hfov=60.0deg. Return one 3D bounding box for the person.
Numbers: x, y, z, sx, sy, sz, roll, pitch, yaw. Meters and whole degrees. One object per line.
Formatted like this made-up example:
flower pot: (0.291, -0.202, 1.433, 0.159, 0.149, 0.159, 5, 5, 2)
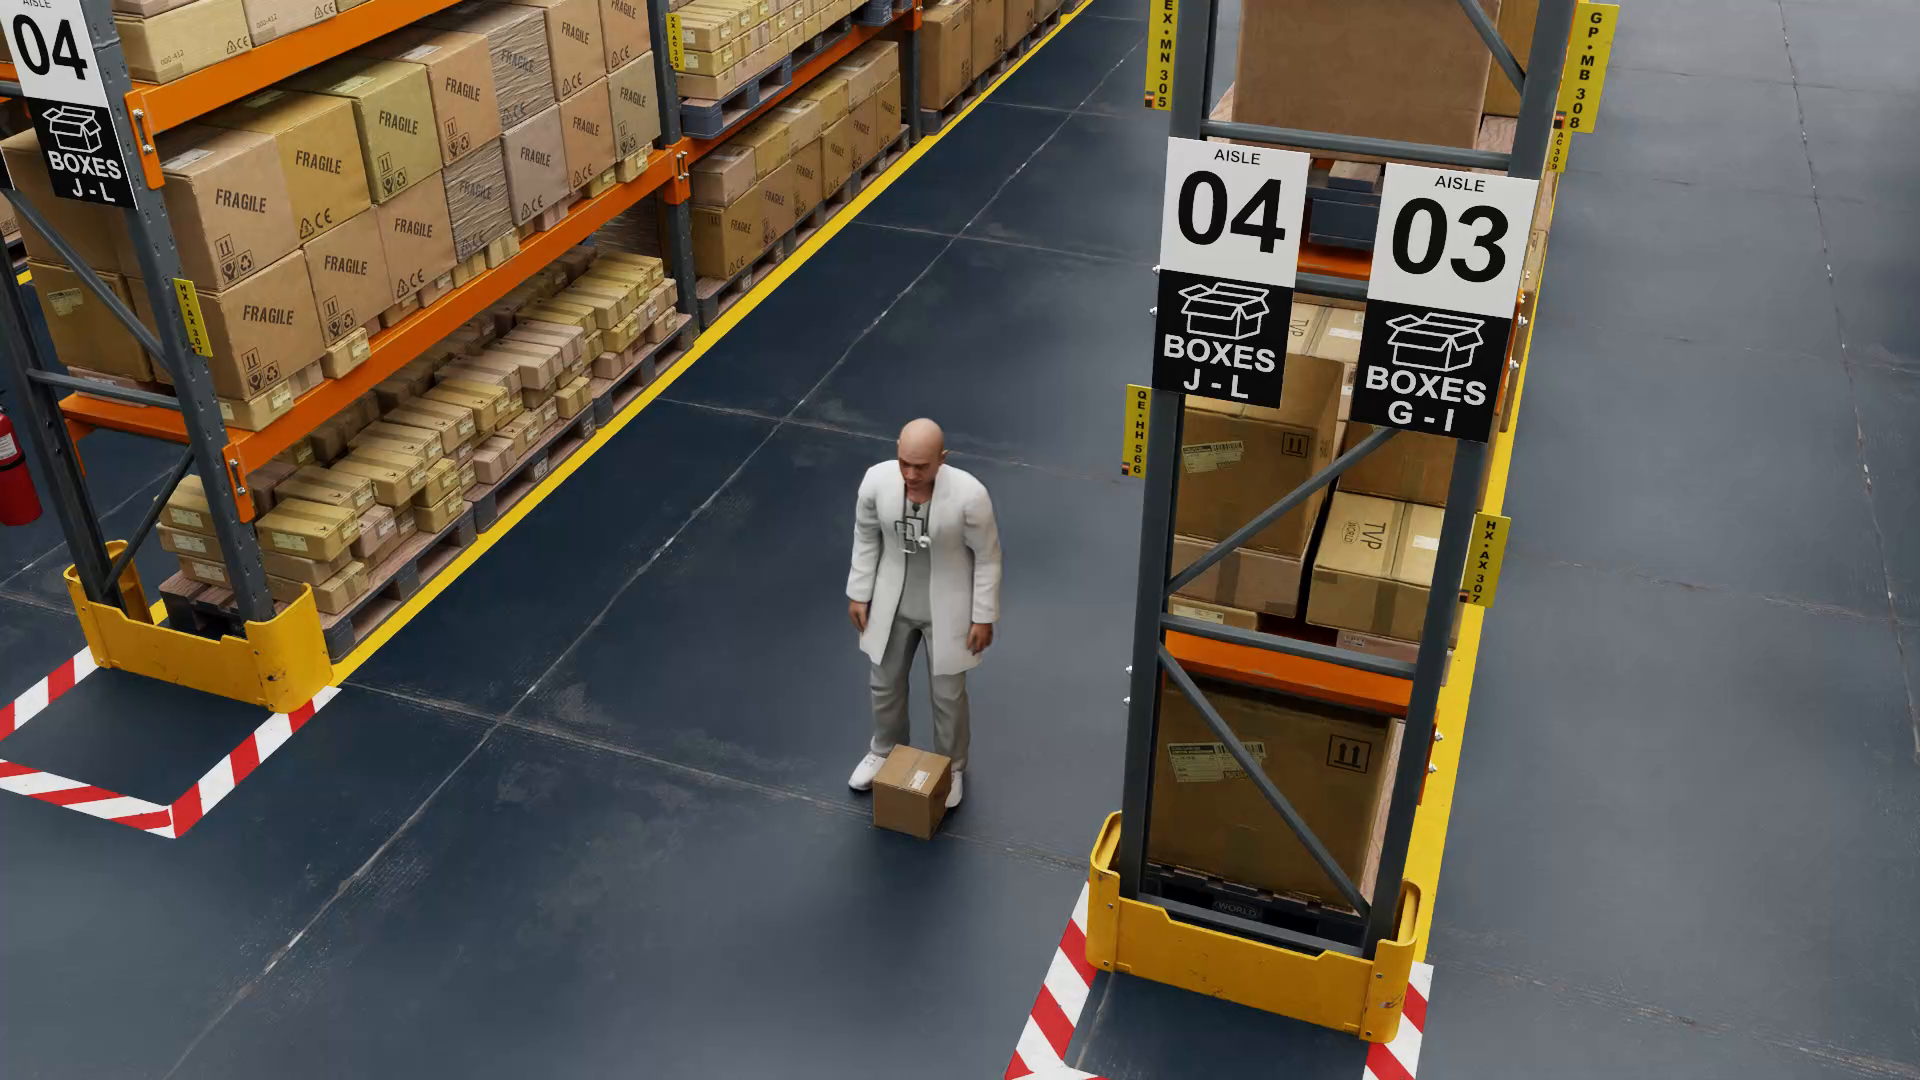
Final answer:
person: (-0.150, 0.352, 6.776, 0.649, 1.592, 0.420, 10, 34, 15)
